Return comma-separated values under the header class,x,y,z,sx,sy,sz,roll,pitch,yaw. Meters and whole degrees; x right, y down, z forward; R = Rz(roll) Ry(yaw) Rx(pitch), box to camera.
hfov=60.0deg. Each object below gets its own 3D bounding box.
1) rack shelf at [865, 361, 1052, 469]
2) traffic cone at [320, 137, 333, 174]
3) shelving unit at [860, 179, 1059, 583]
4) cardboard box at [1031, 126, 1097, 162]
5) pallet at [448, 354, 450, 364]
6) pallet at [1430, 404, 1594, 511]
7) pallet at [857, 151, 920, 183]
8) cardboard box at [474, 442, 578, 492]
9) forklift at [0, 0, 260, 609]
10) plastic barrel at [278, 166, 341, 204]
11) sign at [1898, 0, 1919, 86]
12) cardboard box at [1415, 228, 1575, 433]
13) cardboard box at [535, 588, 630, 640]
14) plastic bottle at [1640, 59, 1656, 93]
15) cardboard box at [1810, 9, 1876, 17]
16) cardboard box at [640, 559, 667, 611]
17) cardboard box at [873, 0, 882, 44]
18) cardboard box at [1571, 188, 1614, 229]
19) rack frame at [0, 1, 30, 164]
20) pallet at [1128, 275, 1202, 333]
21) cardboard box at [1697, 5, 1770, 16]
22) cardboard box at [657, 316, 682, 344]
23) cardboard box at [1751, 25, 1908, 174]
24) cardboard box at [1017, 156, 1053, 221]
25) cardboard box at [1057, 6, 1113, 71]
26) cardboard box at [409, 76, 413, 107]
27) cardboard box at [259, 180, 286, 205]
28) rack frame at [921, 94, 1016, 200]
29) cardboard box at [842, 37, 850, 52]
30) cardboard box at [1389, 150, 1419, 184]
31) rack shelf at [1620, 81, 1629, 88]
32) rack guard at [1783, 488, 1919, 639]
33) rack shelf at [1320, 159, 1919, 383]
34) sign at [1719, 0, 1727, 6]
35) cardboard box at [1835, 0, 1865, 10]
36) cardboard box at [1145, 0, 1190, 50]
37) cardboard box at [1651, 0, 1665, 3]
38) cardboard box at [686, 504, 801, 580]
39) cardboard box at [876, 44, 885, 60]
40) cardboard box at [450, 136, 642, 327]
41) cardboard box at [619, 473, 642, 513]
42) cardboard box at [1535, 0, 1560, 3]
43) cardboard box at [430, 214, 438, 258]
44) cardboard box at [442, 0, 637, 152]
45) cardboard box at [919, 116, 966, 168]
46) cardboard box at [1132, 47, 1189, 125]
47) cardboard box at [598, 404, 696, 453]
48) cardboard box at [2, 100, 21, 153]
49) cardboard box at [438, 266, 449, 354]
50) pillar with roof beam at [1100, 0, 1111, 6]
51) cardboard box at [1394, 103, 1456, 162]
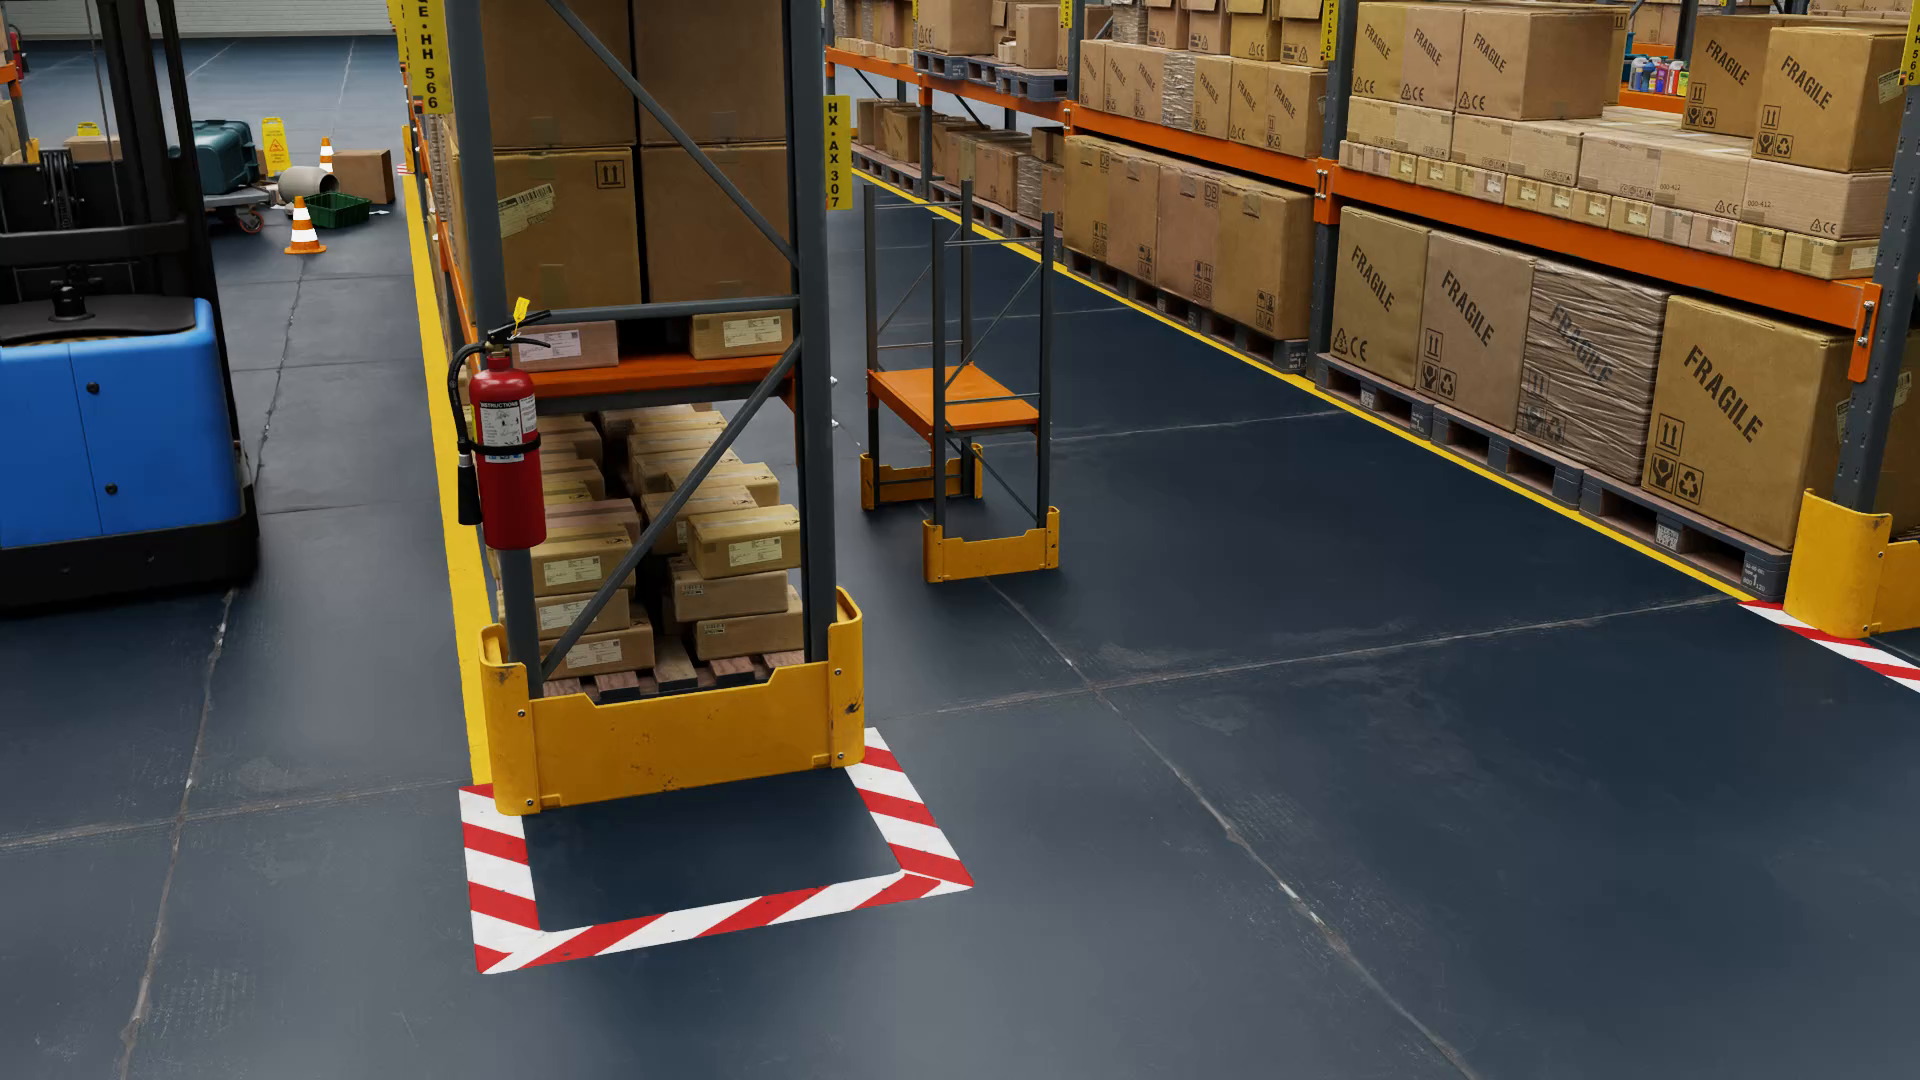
class,x,y,z,sx,sy,sz,roll,pitch,yaw
rack shelf,-0.027,-0.564,7.300,0.538,0.185,1.000,-6,21,-17
traffic cone,-7.089,-4.276,18.636,0.336,0.463,0.334,-6,21,-17
shelving unit,-0.024,-0.730,7.231,0.587,1.500,1.083,-6,21,-17
cardboard box,0.932,-3.483,14.613,0.500,0.250,0.500,-4,20,-11
pallet,-2.382,-0.877,9.547,1.003,0.211,1.213,-6,21,-17
pallet,3.156,-0.478,8.434,1.003,0.211,1.213,-6,21,-17
pallet,-0.542,-4.293,19.057,1.003,0.211,1.213,-6,21,-17
cardboard box,-1.671,-0.262,6.424,0.380,0.149,0.250,-6,21,-15
forklift,-3.984,-1.566,7.441,1.130,2.935,3.031,-9,21,-23
plastic barrel,-6.463,-3.496,16.523,0.512,0.421,0.421,8,21,20
sign,3.342,-1.754,5.799,0.100,0.325,0.005,-6,21,-17
cardboard box,3.019,-1.123,8.628,0.875,0.875,0.875,-6,21,-17
cardboard box,-1.316,0.209,5.554,0.380,0.149,0.250,-7,21,-19
plastic bottle,5.888,-3.970,14.224,0.097,0.271,0.097,0,20,0
cardboard box,9.887,-5.683,18.653,0.500,0.500,0.500,-5,20,-13
cardboard box,-0.984,0.131,6.209,0.380,0.149,0.250,-6,21,-17
cardboard box,-0.487,-5.819,18.591,0.875,0.500,0.500,-6,21,-17
cardboard box,3.032,-1.523,7.590,0.380,0.149,0.250,-6,21,-17
rack frame,-10.575,-5.232,17.547,1.000,3.000,0.127,-6,21,-17
pallet,1.903,-1.754,11.987,1.003,0.211,1.213,-6,21,-17
cardboard box,9.350,-6.242,20.209,0.700,0.500,0.500,-7,21,-19
cardboard box,-0.789,-0.754,5.450,0.380,0.149,0.250,-6,21,-15
cardboard box,3.459,-1.702,6.389,0.500,0.500,0.500,-6,21,-17
cardboard box,0.931,-3.138,14.763,0.700,0.500,0.500,-8,21,-22
cardboard box,1.139,-4.132,13.713,0.500,0.500,0.500,-9,22,-24
cardboard box,-3.945,-3.547,12.706,0.500,0.500,0.500,-6,21,-17
cardboard box,-6.939,-3.576,16.981,0.396,0.266,0.258,-3,20,-8
rack frame,0.090,-5.002,16.904,1.000,3.000,0.127,-6,21,-17
cardboard box,-1.180,-5.886,19.739,0.380,0.149,0.250,-6,21,-17
cardboard box,2.547,-2.017,8.967,0.380,0.149,0.250,-6,21,-15
rack shelf,5.420,-4.548,16.704,1.077,0.370,4.000,-6,21,-17
rack guard,3.869,0.033,6.584,1.175,0.500,0.348,-6,21,-17
rack shelf,3.233,-1.454,8.092,1.077,0.370,4.000,-6,21,-17
sign,8.969,-6.438,19.506,0.100,0.325,0.005,-6,21,-17
cardboard box,12.950,-7.811,23.809,0.500,0.500,0.500,-6,21,-17
cardboard box,1.764,-3.791,11.903,0.797,0.503,0.637,-6,21,-16
cardboard box,8.888,-6.797,20.794,0.380,0.149,0.250,-6,21,-17
cardboard box,-0.721,0.004,5.685,0.380,0.149,0.250,-7,21,-20
cardboard box,-0.714,-5.404,18.396,0.380,0.149,0.250,-6,21,-17
cardboard box,-1.265,-0.960,5.064,0.500,0.500,0.500,-6,21,-16
cardboard box,-1.145,-0.180,6.635,0.380,0.149,0.250,-7,21,-20
cardboard box,8.372,-7.233,22.967,0.700,0.500,0.500,-6,21,-17
cardboard box,-2.939,-1.861,10.127,0.500,0.250,0.500,-7,21,-20
cardboard box,-1.259,-1.434,4.905,0.500,0.500,0.500,-7,21,-18
cardboard box,-0.185,-4.339,18.135,0.500,0.500,0.500,0,20,0
cardboard box,1.570,-3.251,11.882,0.500,0.500,0.500,-7,21,-18
cardboard box,-1.323,-0.487,7.051,0.380,0.149,0.250,-6,21,-17
cardboard box,-10.076,-4.260,17.175,0.500,0.500,0.500,-6,21,-17
cardboard box,-2.769,-1.337,9.777,0.500,0.500,0.500,-7,21,-18
pillar with roof beam,0.464,-19.725,49.020,9.100,9.000,0.400,-6,21,-17
cardboard box,2.655,-2.165,8.789,0.500,0.250,0.500,-6,21,-17
